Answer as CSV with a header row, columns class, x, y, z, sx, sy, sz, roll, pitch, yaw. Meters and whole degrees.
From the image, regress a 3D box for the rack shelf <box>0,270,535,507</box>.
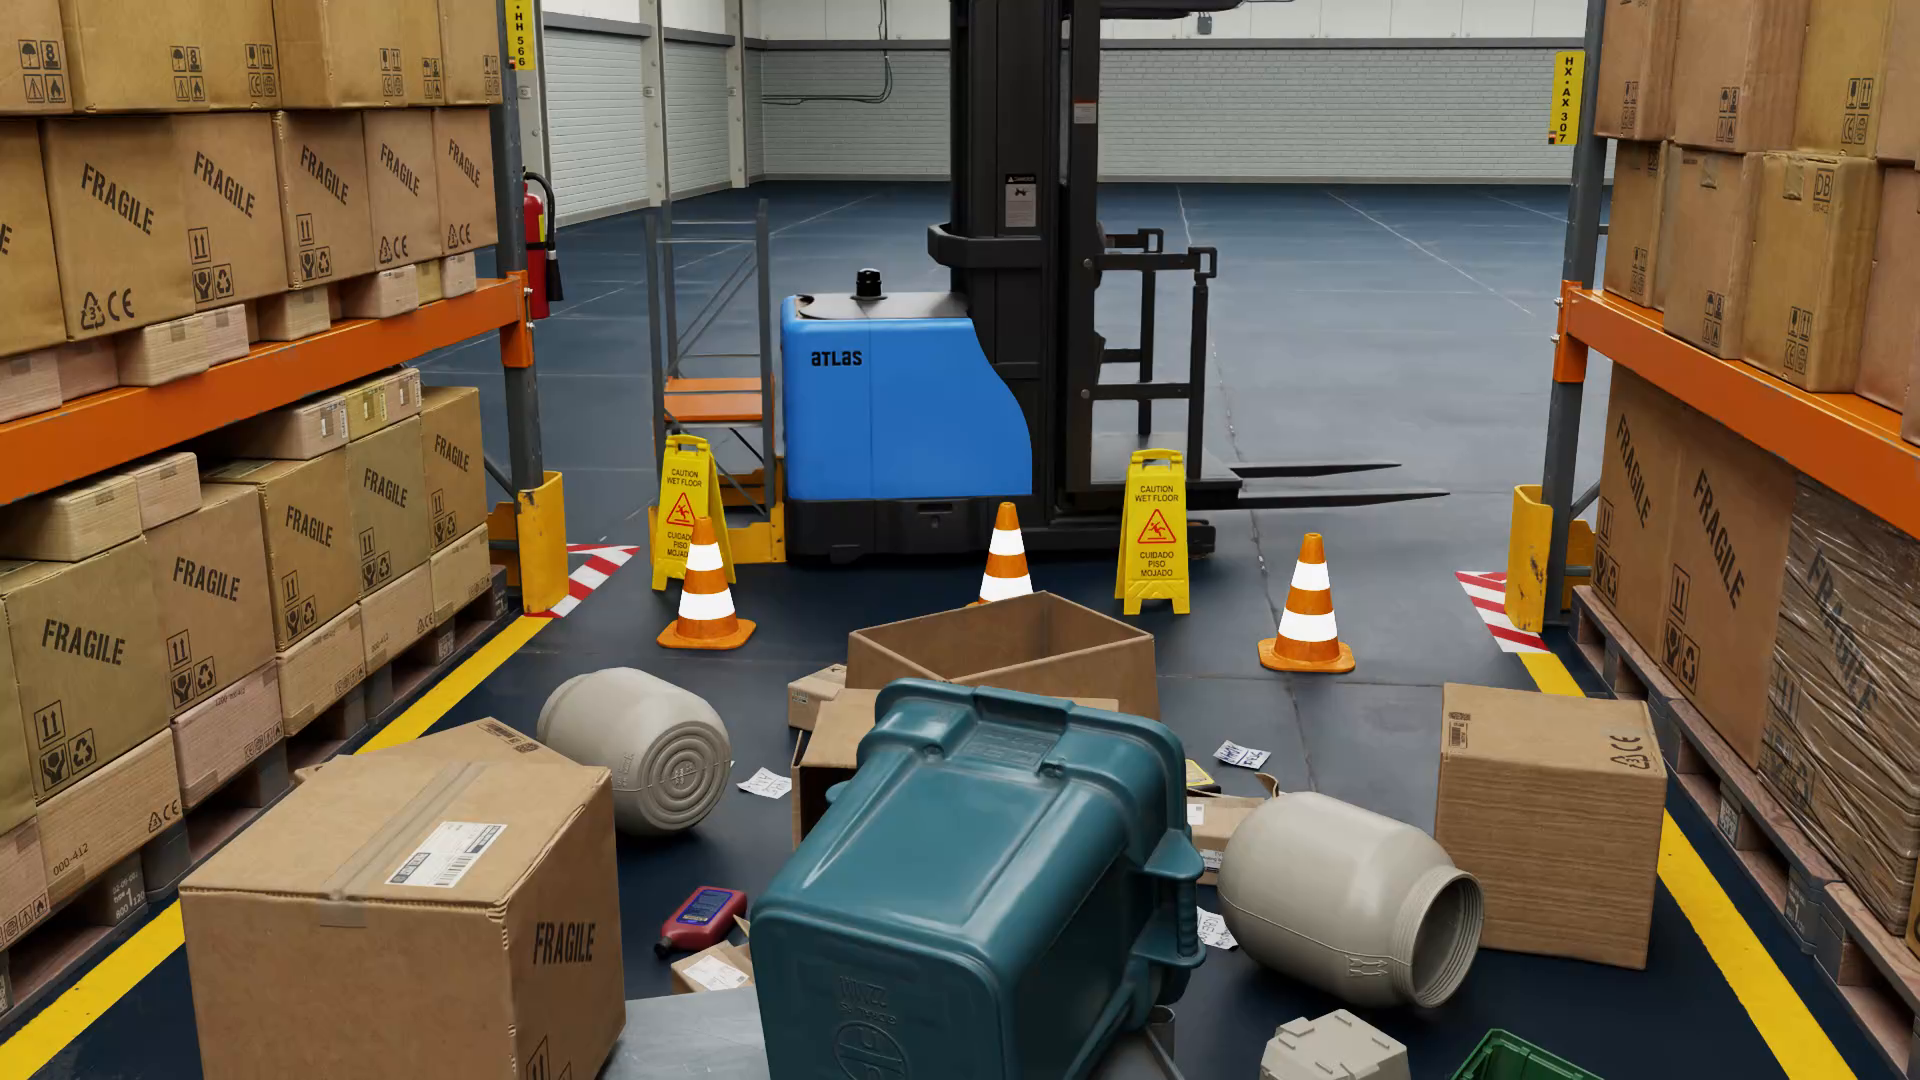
class,x,y,z,sx,sy,sz,roll,pitch,yaw
rack shelf,-2.421,-0.370,4.663,1.077,0.370,4.000,2,15,6

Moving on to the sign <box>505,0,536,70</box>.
class,x,y,z,sx,sy,sz,roll,pitch,yaw
sign,-1.646,-1.926,6.216,0.100,0.325,0.005,2,15,6

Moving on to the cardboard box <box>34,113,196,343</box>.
class,x,y,z,sx,sy,sz,roll,pitch,yaw
cardboard box,-2.217,-0.757,3.955,0.500,0.500,0.500,2,15,6

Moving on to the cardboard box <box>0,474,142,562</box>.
class,x,y,z,sx,sy,sz,roll,pitch,yaw
cardboard box,-2.182,-0.059,3.916,0.380,0.149,0.250,2,15,8

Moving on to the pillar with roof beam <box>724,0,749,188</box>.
class,x,y,z,sx,sy,sz,roll,pitch,yaw
pillar with roof beam,-0.439,-11.778,33.978,9.100,9.000,0.400,2,15,6

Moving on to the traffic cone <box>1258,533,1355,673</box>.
class,x,y,z,sx,sy,sz,roll,pitch,yaw
traffic cone,1.264,0.204,6.022,0.336,0.463,0.334,2,15,6

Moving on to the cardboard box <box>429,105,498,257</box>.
class,x,y,z,sx,sy,sz,roll,pitch,yaw
cardboard box,-1.982,-1.279,5.885,0.500,0.500,0.500,1,15,5

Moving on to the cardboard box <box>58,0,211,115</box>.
class,x,y,z,sx,sy,sz,roll,pitch,yaw
cardboard box,-2.218,-1.242,3.833,0.700,0.500,0.500,1,15,5

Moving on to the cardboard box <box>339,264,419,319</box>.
class,x,y,z,sx,sy,sz,roll,pitch,yaw
cardboard box,-1.992,-0.809,5.390,0.380,0.149,0.250,2,15,7

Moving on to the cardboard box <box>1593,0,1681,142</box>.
class,x,y,z,sx,sy,sz,roll,pitch,yaw
cardboard box,2.654,-1.615,5.533,0.875,0.550,0.550,2,15,6

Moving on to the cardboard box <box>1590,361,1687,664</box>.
class,x,y,z,sx,sy,sz,roll,pitch,yaw
cardboard box,2.724,-0.116,5.611,0.875,0.875,0.875,2,15,7

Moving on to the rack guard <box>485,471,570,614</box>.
class,x,y,z,sx,sy,sz,roll,pitch,yaw
rack guard,-2.204,-0.010,6.741,1.175,0.500,0.348,2,15,6

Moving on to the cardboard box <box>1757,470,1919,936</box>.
class,x,y,z,sx,sy,sz,roll,pitch,yaw
cardboard box,2.522,0.349,3.892,0.875,0.875,0.875,2,15,7

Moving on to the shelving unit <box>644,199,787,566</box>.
class,x,y,z,sx,sy,sz,roll,pitch,yaw
shelving unit,-1.109,-0.756,7.585,0.587,1.500,1.083,-2,15,-6

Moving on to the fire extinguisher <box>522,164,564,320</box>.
class,x,y,z,sx,sy,sz,roll,pitch,yaw
fire extinguisher,-1.724,-1.215,6.558,0.296,0.674,0.183,2,15,6

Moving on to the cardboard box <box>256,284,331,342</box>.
class,x,y,z,sx,sy,sz,roll,pitch,yaw
cardboard box,-2.099,-0.678,4.904,0.380,0.149,0.250,2,15,6

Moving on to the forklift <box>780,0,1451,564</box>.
class,x,y,z,sx,sy,sz,roll,pitch,yaw
forklift,0.704,-1.456,7.433,3.031,2.935,1.130,-2,15,-6

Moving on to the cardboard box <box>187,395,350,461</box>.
class,x,y,z,sx,sy,sz,roll,pitch,yaw
cardboard box,-2.064,-0.341,4.960,0.380,0.149,0.250,2,15,9

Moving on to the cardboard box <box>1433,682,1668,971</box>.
class,x,y,z,sx,sy,sz,roll,pitch,yaw
cardboard box,1.439,0.693,4.136,0.500,0.500,0.500,4,16,16

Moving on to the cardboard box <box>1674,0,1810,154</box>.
class,x,y,z,sx,sy,sz,roll,pitch,yaw
cardboard box,2.486,-1.329,4.473,0.875,0.550,0.550,2,15,6

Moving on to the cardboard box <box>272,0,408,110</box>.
class,x,y,z,sx,sy,sz,roll,pitch,yaw
cardboard box,-2.056,-1.506,4.807,0.700,0.500,0.500,2,15,6

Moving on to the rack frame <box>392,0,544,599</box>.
class,x,y,z,sx,sy,sz,roll,pitch,yaw
rack frame,-2.195,-1.236,6.488,1.000,3.000,0.127,2,15,6

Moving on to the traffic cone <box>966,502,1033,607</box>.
class,x,y,z,sx,sy,sz,roll,pitch,yaw
traffic cone,0.180,0.082,6.471,0.336,0.463,0.334,2,15,6

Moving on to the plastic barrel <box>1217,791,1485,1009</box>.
class,x,y,z,sx,sy,sz,roll,pitch,yaw
plastic barrel,0.887,0.825,3.800,0.421,0.421,0.512,-14,20,-42

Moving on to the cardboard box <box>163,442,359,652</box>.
class,x,y,z,sx,sy,sz,roll,pitch,yaw
cardboard box,-2.146,0.008,4.913,0.500,0.500,0.500,1,15,5

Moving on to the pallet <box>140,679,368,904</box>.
class,x,y,z,sx,sy,sz,roll,pitch,yaw
pallet,-2.470,0.655,4.837,1.003,0.211,1.213,2,15,6

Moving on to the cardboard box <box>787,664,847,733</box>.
class,x,y,z,sx,sy,sz,roll,pitch,yaw
cardboard box,-0.336,0.539,5.383,0.380,0.149,0.250,11,19,35

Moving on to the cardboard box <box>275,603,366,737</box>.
class,x,y,z,sx,sy,sz,roll,pitch,yaw
cardboard box,-2.139,0.376,4.989,0.500,0.250,0.500,1,15,4

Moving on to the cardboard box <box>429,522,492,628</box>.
class,x,y,z,sx,sy,sz,roll,pitch,yaw
cardboard box,-2.022,0.112,5.964,0.500,0.250,0.500,2,15,6

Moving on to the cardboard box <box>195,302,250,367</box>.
class,x,y,z,sx,sy,sz,roll,pitch,yaw
cardboard box,-2.138,-0.548,4.422,0.380,0.149,0.250,2,15,6

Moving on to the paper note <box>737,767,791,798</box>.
class,x,y,z,sx,sy,sz,roll,pitch,yaw
paper note,-0.569,0.722,4.955,0.148,0.019,0.142,7,17,25

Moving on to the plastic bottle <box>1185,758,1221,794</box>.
class,x,y,z,sx,sy,sz,roll,pitch,yaw
plastic bottle,0.678,0.723,4.873,0.133,0.061,0.283,-4,16,-13

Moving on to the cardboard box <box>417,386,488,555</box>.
class,x,y,z,sx,sy,sz,roll,pitch,yaw
cardboard box,-2.026,-0.258,5.897,0.500,0.500,0.500,2,15,7

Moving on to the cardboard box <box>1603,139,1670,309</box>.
class,x,y,z,sx,sy,sz,roll,pitch,yaw
cardboard box,2.738,-1.092,5.665,0.875,0.550,0.550,2,15,6

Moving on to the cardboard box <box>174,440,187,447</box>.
class,x,y,z,sx,sy,sz,roll,pitch,yaw
cardboard box,-2.618,-0.131,5.426,0.500,0.500,0.500,1,15,4

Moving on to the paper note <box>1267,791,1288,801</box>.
class,x,y,z,sx,sy,sz,roll,pitch,yaw
paper note,0.917,0.756,4.846,0.032,0.001,0.123,11,19,35

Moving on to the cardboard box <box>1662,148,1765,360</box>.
class,x,y,z,sx,sy,sz,roll,pitch,yaw
cardboard box,2.510,-0.807,4.612,0.875,0.550,0.550,2,15,6

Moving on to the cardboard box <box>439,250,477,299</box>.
class,x,y,z,sx,sy,sz,roll,pitch,yaw
cardboard box,-1.943,-0.943,5.884,0.380,0.149,0.250,2,15,6

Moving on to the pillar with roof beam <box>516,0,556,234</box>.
class,x,y,z,sx,sy,sz,roll,pitch,yaw
pillar with roof beam,-1.793,-8.665,22.468,9.100,9.000,0.400,2,15,6

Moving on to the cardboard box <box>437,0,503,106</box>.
class,x,y,z,sx,sy,sz,roll,pitch,yaw
cardboard box,-2.036,-1.772,5.792,0.700,0.500,0.500,1,15,5

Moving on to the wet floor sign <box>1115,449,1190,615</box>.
class,x,y,z,sx,sy,sz,roll,pitch,yaw
wet floor sign,0.771,-0.046,6.596,0.267,0.644,0.232,-1,15,-3

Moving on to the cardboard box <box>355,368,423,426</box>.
class,x,y,z,sx,sy,sz,roll,pitch,yaw
cardboard box,-2.001,-0.474,5.453,0.380,0.149,0.250,2,15,8

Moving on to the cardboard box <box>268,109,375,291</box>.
class,x,y,z,sx,sy,sz,roll,pitch,yaw
cardboard box,-2.103,-1.020,4.926,0.500,0.500,0.500,2,15,6

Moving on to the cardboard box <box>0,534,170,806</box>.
class,x,y,z,sx,sy,sz,roll,pitch,yaw
cardboard box,-2.263,0.279,3.909,0.500,0.500,0.500,2,15,9

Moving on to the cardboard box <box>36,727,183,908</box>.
class,x,y,z,sx,sy,sz,roll,pitch,yaw
cardboard box,-2.262,0.642,4.005,0.500,0.250,0.500,3,15,9

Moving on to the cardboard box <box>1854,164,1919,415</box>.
class,x,y,z,sx,sy,sz,roll,pitch,yaw
cardboard box,2.531,-0.528,3.580,0.875,0.550,0.550,2,15,6

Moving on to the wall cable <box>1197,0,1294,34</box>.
class,x,y,z,sx,sy,sz,roll,pitch,yaw
wall cable,6.361,-13.987,35.636,2.305,6.003,0.169,2,15,6

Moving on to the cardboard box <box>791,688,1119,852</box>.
class,x,y,z,sx,sy,sz,roll,pitch,yaw
cardboard box,0.025,0.676,3.938,0.797,0.637,0.503,2,15,6

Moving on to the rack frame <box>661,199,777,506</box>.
class,x,y,z,sx,sy,sz,roll,pitch,yaw
rack frame,-1.164,-0.890,8.081,0.500,1.500,0.032,-2,15,-6

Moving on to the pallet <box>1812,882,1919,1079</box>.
class,x,y,z,sx,sy,sz,roll,pitch,yaw
pallet,2.447,1.072,3.294,1.003,0.211,1.213,2,15,6

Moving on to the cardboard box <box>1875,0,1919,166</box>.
class,x,y,z,sx,sy,sz,roll,pitch,yaw
cardboard box,2.503,-1.050,3.442,0.875,0.550,0.550,2,15,6

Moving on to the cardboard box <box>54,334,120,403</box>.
class,x,y,z,sx,sy,sz,roll,pitch,yaw
cardboard box,-2.254,-0.420,3.950,0.380,0.149,0.250,2,15,6

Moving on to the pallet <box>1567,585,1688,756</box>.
class,x,y,z,sx,sy,sz,roll,pitch,yaw
pallet,2.722,0.439,5.634,1.003,0.211,1.213,2,15,6

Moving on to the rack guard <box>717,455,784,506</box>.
class,x,y,z,sx,sy,sz,roll,pitch,yaw
rack guard,-1.162,-0.282,8.226,0.587,0.250,0.087,-2,15,-6

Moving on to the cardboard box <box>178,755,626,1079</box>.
class,x,y,z,sx,sy,sz,roll,pitch,yaw
cardboard box,-0.874,0.687,2.714,0.500,0.500,0.500,2,15,6

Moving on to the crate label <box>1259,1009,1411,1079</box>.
class,x,y,z,sx,sy,sz,roll,pitch,yaw
crate label,0.767,1.082,3.399,0.298,0.136,0.250,-10,18,-32
